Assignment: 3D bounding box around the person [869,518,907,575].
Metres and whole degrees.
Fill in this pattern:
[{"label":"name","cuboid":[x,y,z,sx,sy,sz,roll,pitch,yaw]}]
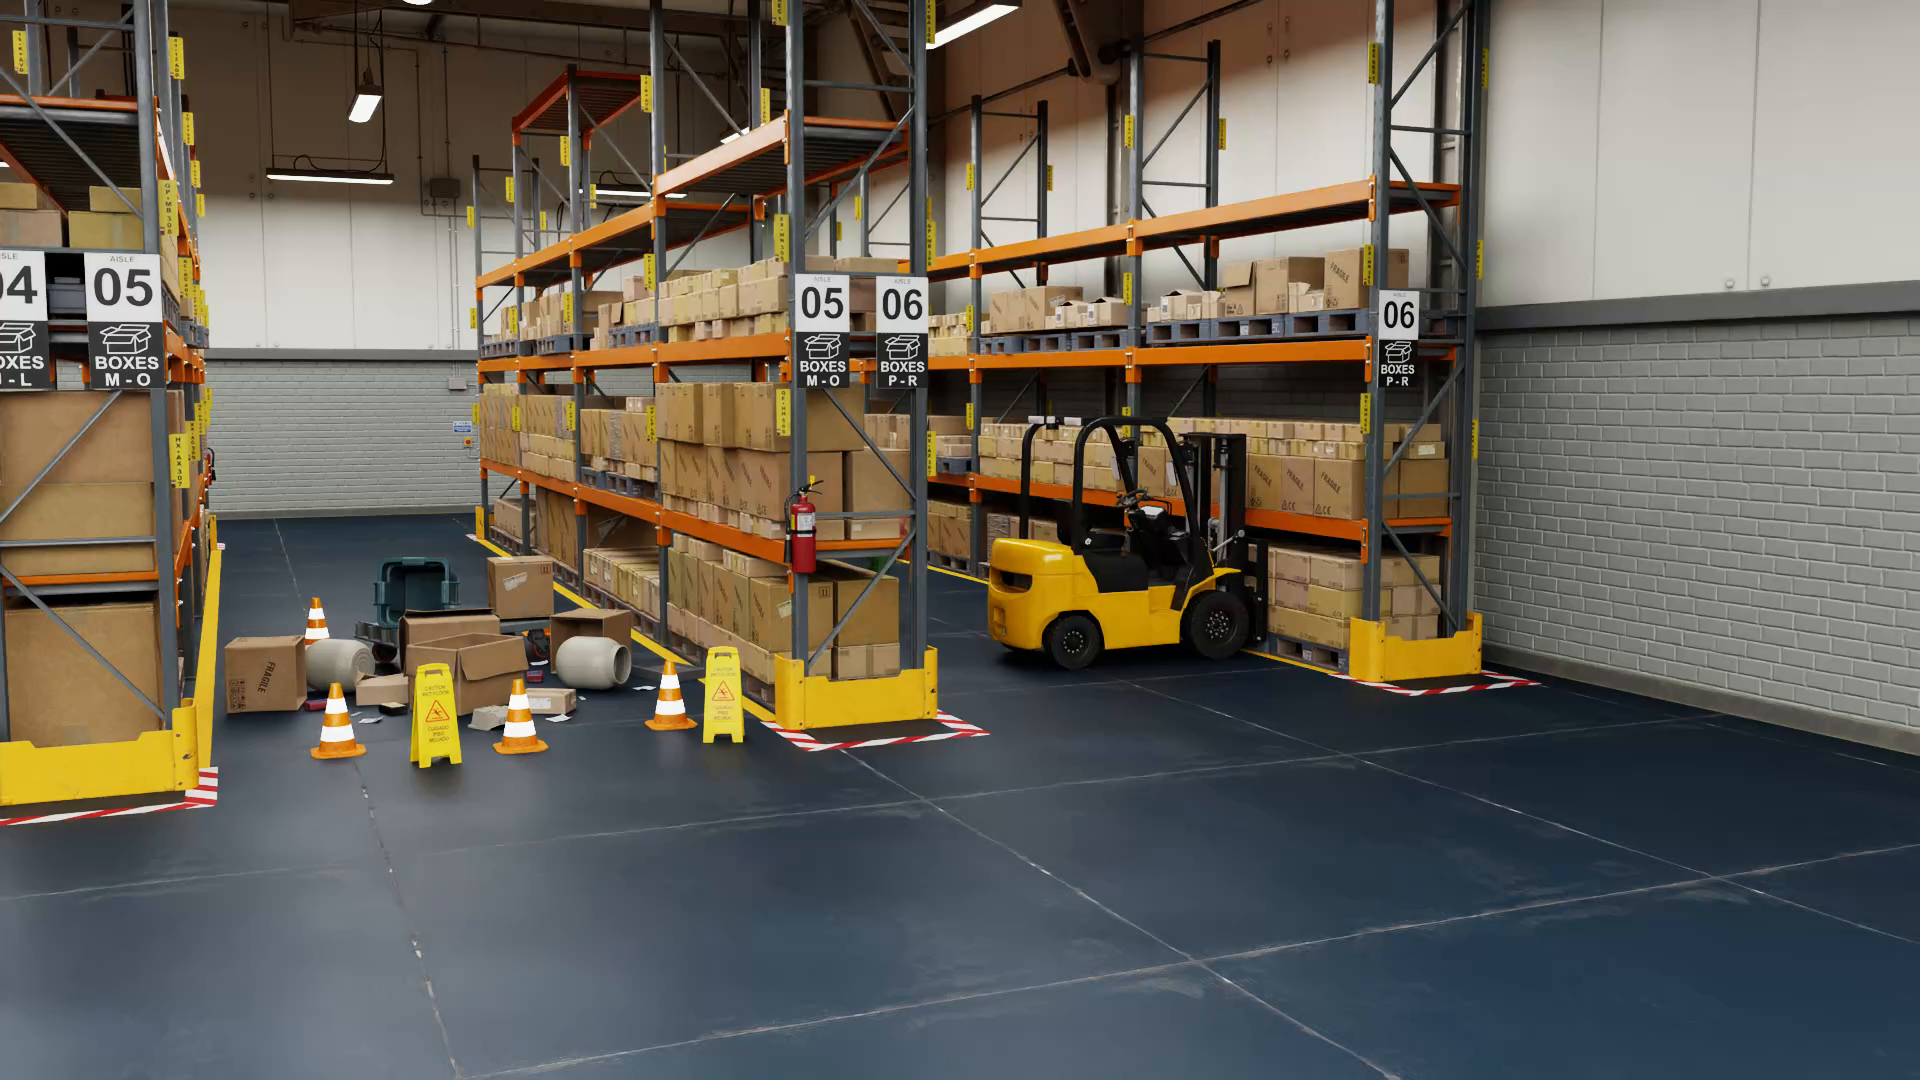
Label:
[{"label":"person","cuboid":[-0.753,0.023,16.799,0.446,1.823,0.527,-2,6,-22]}]
